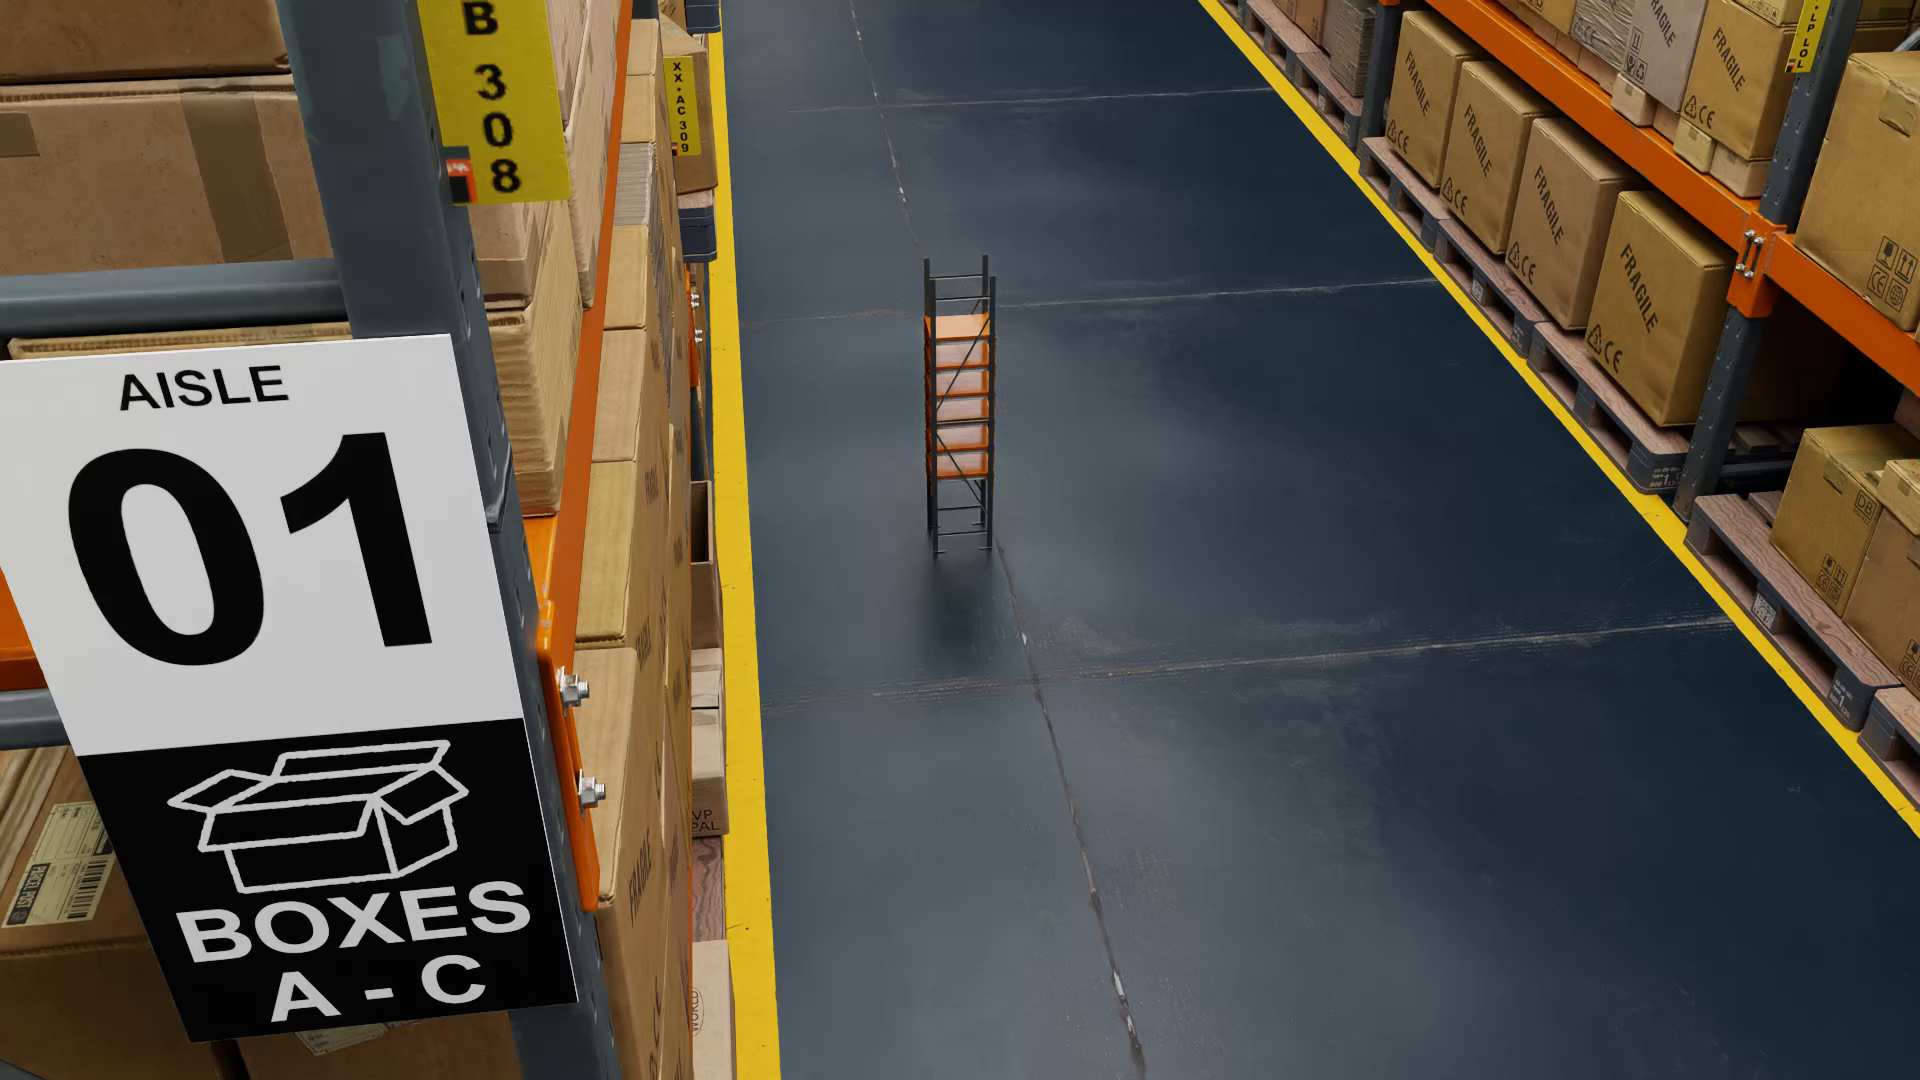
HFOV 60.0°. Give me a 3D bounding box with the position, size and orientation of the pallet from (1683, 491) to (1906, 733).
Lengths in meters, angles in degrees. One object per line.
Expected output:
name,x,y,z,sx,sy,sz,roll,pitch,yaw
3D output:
pallet,3.496,0.209,6.255,1.003,0.211,1.213,-4,35,-6

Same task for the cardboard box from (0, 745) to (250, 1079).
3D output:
cardboard box,-1.232,0.554,2.296,0.500,0.500,0.500,-5,35,-7

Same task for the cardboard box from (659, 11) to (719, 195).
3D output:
cardboard box,-1.279,-1.492,5.814,0.700,0.500,0.500,-16,37,-22

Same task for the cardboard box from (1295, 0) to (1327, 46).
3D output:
cardboard box,2.735,-3.723,11.379,0.700,0.500,0.500,-5,35,-7

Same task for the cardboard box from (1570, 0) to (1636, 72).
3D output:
cardboard box,3.021,-2.349,7.163,0.500,0.500,0.500,-4,35,-6

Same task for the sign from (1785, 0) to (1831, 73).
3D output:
sign,2.934,-1.772,5.729,0.100,0.325,0.005,-4,35,-6

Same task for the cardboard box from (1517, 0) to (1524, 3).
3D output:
cardboard box,2.871,-2.917,7.997,0.500,0.500,0.500,-5,35,-7

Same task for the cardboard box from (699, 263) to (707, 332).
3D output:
cardboard box,-1.471,-1.291,7.811,0.500,0.500,0.500,-6,35,-8

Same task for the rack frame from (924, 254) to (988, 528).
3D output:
rack frame,-0.014,-0.555,6.499,0.240,1.200,0.006,-4,35,-6

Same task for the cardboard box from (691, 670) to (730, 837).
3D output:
cardboard box,-0.979,0.648,5.132,0.500,0.311,0.500,-4,35,-6

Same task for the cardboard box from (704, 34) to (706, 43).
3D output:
cardboard box,-1.900,-3.389,10.630,0.500,0.311,0.500,-5,35,-8

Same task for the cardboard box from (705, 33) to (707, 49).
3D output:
cardboard box,-1.968,-3.436,11.197,0.500,0.250,0.500,-4,34,-5

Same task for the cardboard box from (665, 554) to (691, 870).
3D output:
cardboard box,-0.837,0.360,3.470,0.500,0.500,0.500,-4,35,-7

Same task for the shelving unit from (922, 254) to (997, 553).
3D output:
shelving unit,-0.002,-0.504,6.424,0.258,1.200,0.189,-4,35,-6

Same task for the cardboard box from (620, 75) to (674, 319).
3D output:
cardboard box,-1.041,-0.902,4.433,0.500,0.500,0.500,-5,35,-7

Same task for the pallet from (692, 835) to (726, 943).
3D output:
pallet,-1.179,1.222,4.769,1.003,0.211,1.213,-4,35,-6

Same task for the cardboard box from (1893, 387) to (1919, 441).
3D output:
cardboard box,3.647,-0.453,6.021,0.380,0.149,0.250,-5,35,-7

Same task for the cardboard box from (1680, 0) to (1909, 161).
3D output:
cardboard box,3.159,-1.784,6.334,0.500,0.500,0.500,-5,35,-7

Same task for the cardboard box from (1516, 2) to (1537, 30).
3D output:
cardboard box,2.948,-2.593,8.096,0.380,0.149,0.250,-4,34,-6

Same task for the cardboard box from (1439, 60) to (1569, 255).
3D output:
cardboard box,3.013,-1.981,8.529,0.750,0.750,0.750,-5,35,-7

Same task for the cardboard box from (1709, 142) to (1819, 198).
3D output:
cardboard box,3.145,-1.445,6.412,0.380,0.149,0.250,-4,34,-6

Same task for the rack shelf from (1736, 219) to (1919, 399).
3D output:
rack shelf,3.740,0.040,4.666,1.077,0.370,4.000,-4,35,-6

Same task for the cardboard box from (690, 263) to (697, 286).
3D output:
cardboard box,-1.395,-1.301,7.159,0.500,0.250,0.500,-4,35,-6

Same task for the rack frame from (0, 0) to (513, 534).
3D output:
rack frame,-0.899,-1.243,0.583,1.000,3.000,0.127,-4,35,-6

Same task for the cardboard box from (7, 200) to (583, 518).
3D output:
cardboard box,-0.717,-0.247,1.919,0.500,0.250,0.500,-4,35,-6

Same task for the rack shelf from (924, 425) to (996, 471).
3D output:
rack shelf,-0.002,-0.368,6.517,0.258,0.103,0.180,-4,35,-6

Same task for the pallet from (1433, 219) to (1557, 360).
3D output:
pallet,3.125,-1.328,8.511,1.003,0.211,1.213,-4,35,-6

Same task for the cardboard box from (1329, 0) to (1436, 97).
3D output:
cardboard box,2.784,-3.152,10.540,0.700,0.500,0.500,-4,34,-6

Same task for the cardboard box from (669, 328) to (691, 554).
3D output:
cardboard box,-0.974,-0.204,4.296,0.500,0.500,0.500,-4,34,-5

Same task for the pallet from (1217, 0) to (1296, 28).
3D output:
pallet,2.501,-4.251,12.800,1.003,0.211,1.213,-4,35,-6

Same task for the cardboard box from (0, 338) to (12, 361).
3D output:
cardboard box,-1.230,-0.208,1.861,0.500,0.250,0.500,-4,35,-6

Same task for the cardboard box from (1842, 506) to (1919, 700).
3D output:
cardboard box,3.534,0.192,5.651,0.700,0.500,0.500,-5,35,-7

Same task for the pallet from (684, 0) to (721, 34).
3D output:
pallet,-1.815,-2.776,8.330,1.213,0.211,1.003,-4,35,-6

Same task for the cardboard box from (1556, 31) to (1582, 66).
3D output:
cardboard box,2.993,-2.306,7.676,0.380,0.149,0.250,-3,34,-5

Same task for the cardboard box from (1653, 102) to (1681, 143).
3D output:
cardboard box,3.097,-1.732,6.833,0.380,0.149,0.250,-3,34,-5

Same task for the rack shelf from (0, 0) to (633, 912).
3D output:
rack shelf,-1.168,-0.822,3.268,1.077,0.370,4.000,-4,35,-6

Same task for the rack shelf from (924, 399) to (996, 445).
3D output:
rack shelf,-0.002,-0.467,6.449,0.258,0.103,0.180,-4,35,-6

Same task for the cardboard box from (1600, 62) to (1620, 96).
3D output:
cardboard box,3.036,-2.016,7.250,0.380,0.149,0.250,-4,35,-6

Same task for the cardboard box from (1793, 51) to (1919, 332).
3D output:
cardboard box,3.528,-1.193,5.571,0.980,0.700,0.700,-4,34,-6

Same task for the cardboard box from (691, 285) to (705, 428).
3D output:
cardboard box,-1.344,-0.730,6.986,0.500,0.500,0.500,-4,34,-6

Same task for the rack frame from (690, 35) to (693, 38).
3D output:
rack frame,-1.975,-3.228,8.823,1.000,3.000,0.127,-4,35,-6

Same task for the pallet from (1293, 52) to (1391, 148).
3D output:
pallet,2.829,-2.889,10.802,1.003,0.211,1.213,-4,35,-6

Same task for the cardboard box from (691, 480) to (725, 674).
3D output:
cardboard box,-1.080,0.152,5.693,0.500,0.500,0.500,-4,35,-6

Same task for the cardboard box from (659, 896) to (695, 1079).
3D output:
cardboard box,-0.698,0.927,2.637,0.500,0.500,0.500,-4,34,-5

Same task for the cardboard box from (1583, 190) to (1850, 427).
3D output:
cardboard box,3.255,-1.011,7.106,0.750,0.750,0.750,-4,34,-6

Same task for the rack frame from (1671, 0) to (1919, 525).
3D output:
rack frame,3.471,-1.373,6.101,1.000,3.000,0.127,-4,35,-6

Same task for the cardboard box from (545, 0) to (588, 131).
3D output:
cardboard box,-0.771,-0.734,2.189,0.500,0.250,0.500,-4,35,-6

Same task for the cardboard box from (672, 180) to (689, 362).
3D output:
cardboard box,-1.116,-0.778,5.139,0.500,0.500,0.500,-4,34,-6

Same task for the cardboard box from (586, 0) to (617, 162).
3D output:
cardboard box,-0.840,-0.806,2.739,0.500,0.250,0.500,-4,35,-6

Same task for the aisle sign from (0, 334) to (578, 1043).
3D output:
aisle sign,-0.599,0.178,1.517,0.394,0.787,0.004,-4,35,-6

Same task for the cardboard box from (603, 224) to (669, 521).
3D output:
cardboard box,-0.907,-0.340,3.608,0.500,0.500,0.500,-5,35,-7

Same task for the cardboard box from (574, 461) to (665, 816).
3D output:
cardboard box,-0.776,0.223,2.782,0.500,0.500,0.500,-4,34,-6

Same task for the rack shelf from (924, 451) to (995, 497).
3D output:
rack shelf,-0.002,-0.269,6.584,0.258,0.103,0.180,-4,35,-6
